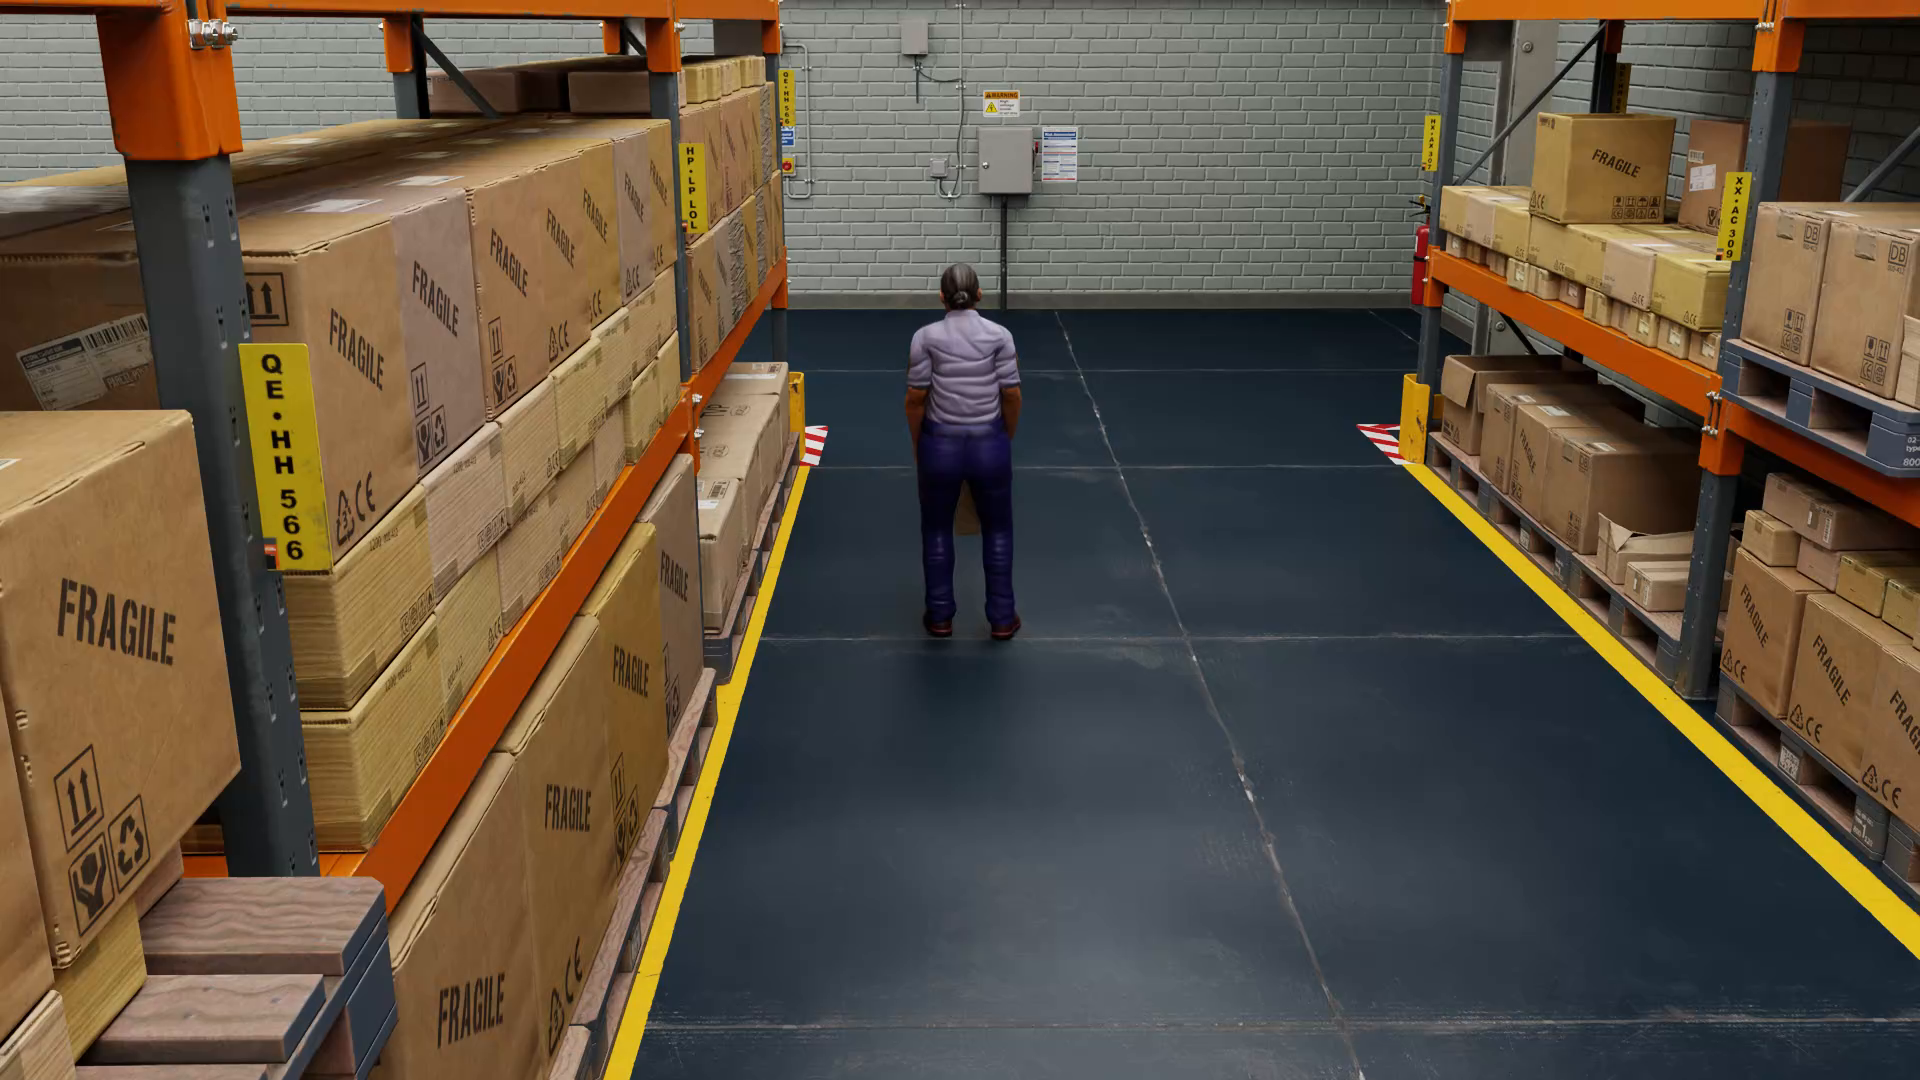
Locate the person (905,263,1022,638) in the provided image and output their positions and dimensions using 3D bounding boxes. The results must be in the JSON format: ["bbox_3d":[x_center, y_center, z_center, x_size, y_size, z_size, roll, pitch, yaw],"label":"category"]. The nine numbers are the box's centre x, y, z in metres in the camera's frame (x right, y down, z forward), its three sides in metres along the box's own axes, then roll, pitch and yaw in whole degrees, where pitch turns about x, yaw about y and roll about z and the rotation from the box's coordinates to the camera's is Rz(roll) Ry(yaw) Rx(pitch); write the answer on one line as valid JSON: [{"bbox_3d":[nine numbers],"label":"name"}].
[{"bbox_3d":[0.022,-0.380,7.277,0.524,1.655,0.421,-1,17,-2],"label":"person"}]
